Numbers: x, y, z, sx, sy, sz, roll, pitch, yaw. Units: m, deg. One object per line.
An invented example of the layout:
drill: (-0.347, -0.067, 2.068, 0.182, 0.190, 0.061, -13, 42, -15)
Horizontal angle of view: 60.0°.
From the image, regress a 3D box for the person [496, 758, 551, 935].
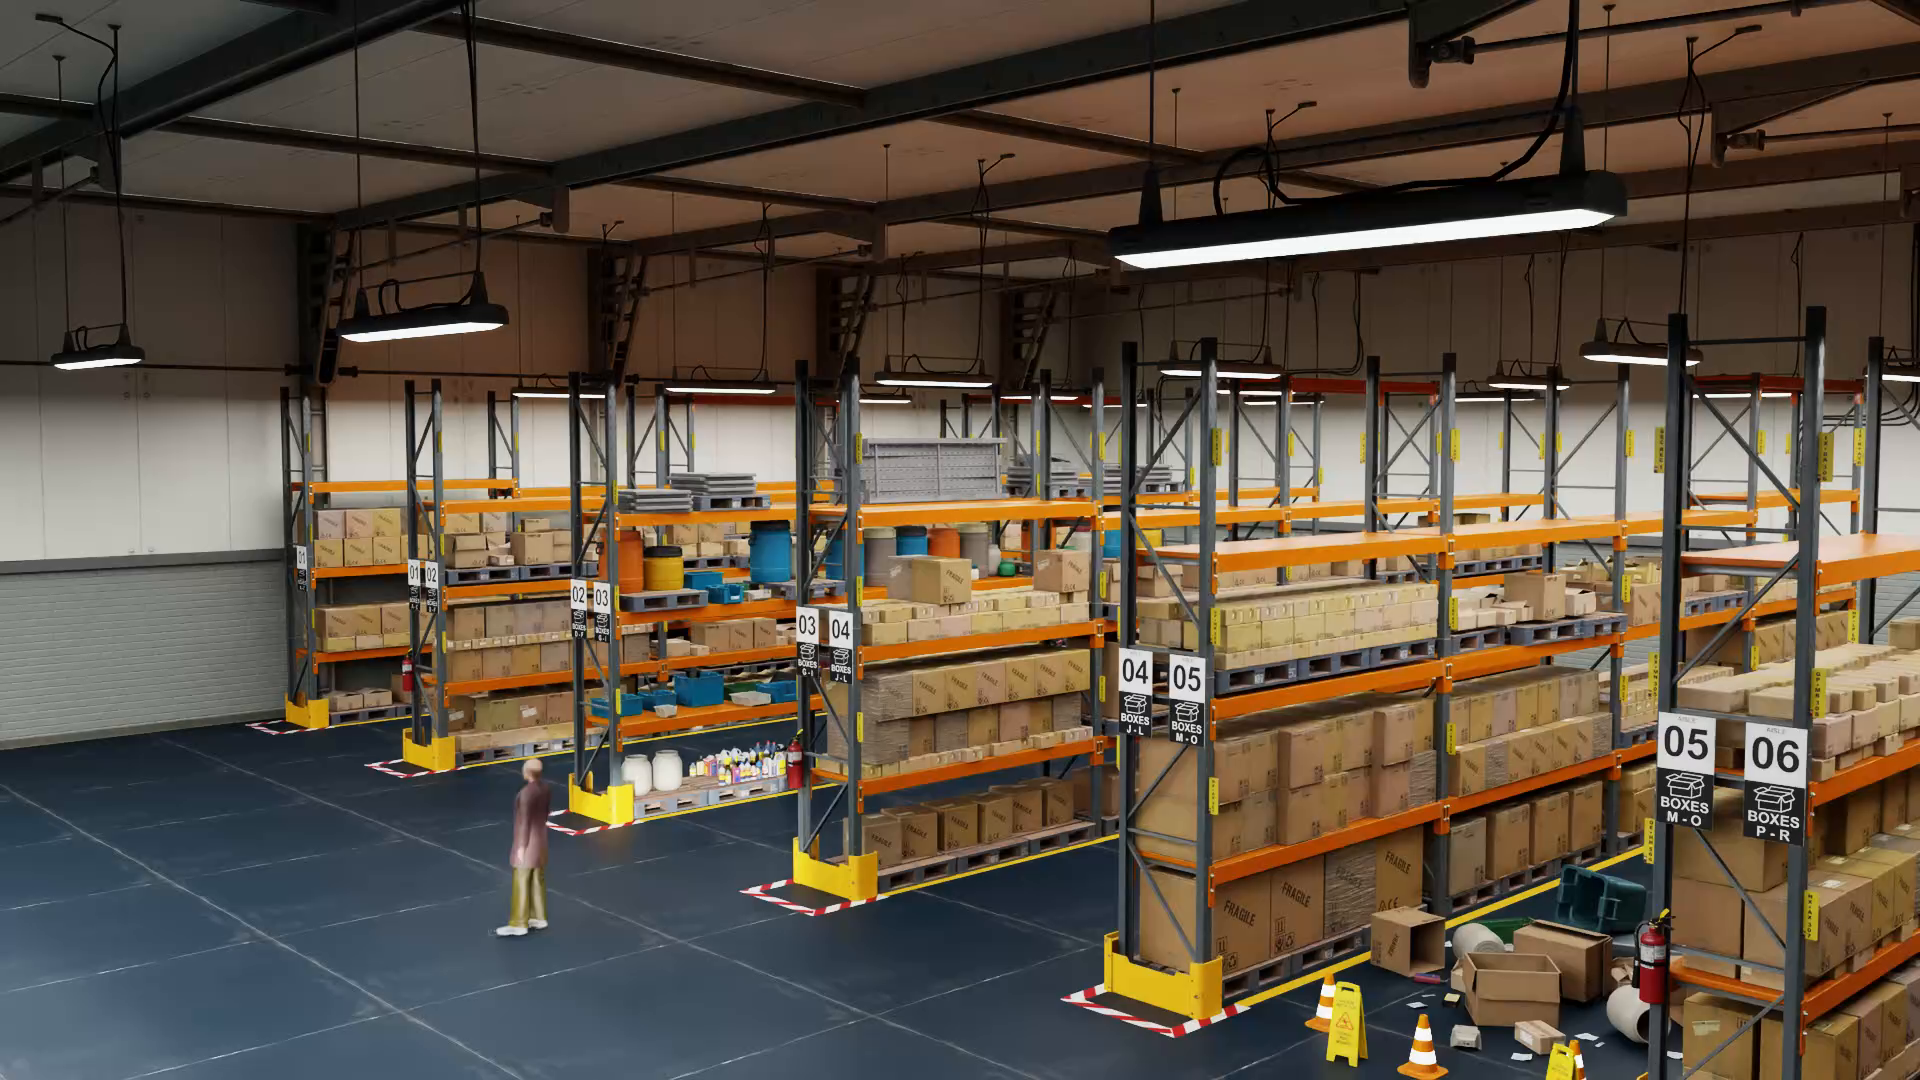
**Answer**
person: (-4.532, 3.166, 17.297, 0.450, 1.787, 0.632, 1, 4, 10)
